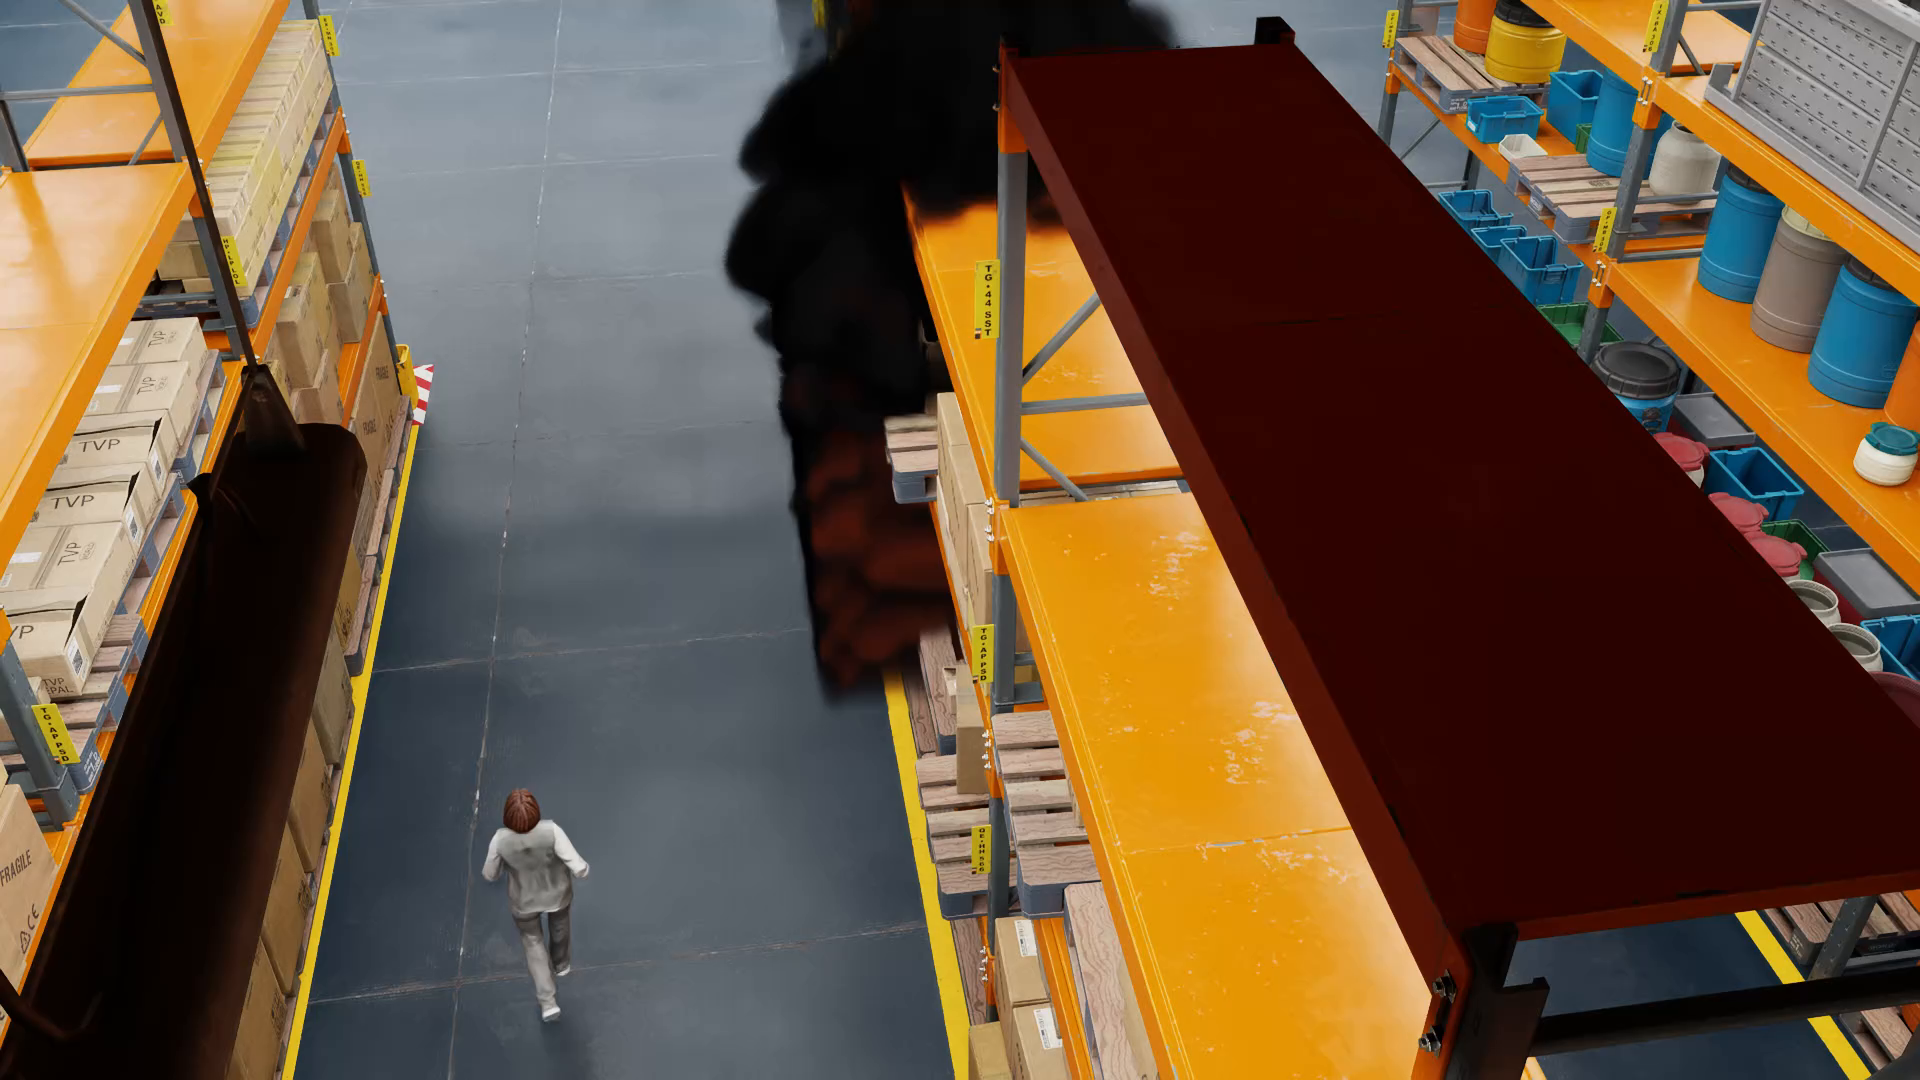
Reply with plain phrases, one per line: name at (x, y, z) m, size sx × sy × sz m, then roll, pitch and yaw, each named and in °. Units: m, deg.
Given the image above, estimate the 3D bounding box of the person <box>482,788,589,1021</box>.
person at (-2.264, 1.924, 9.013) m, size 0.547 × 1.575 × 0.702 m, roll -9°, pitch 37°, yaw -12°
